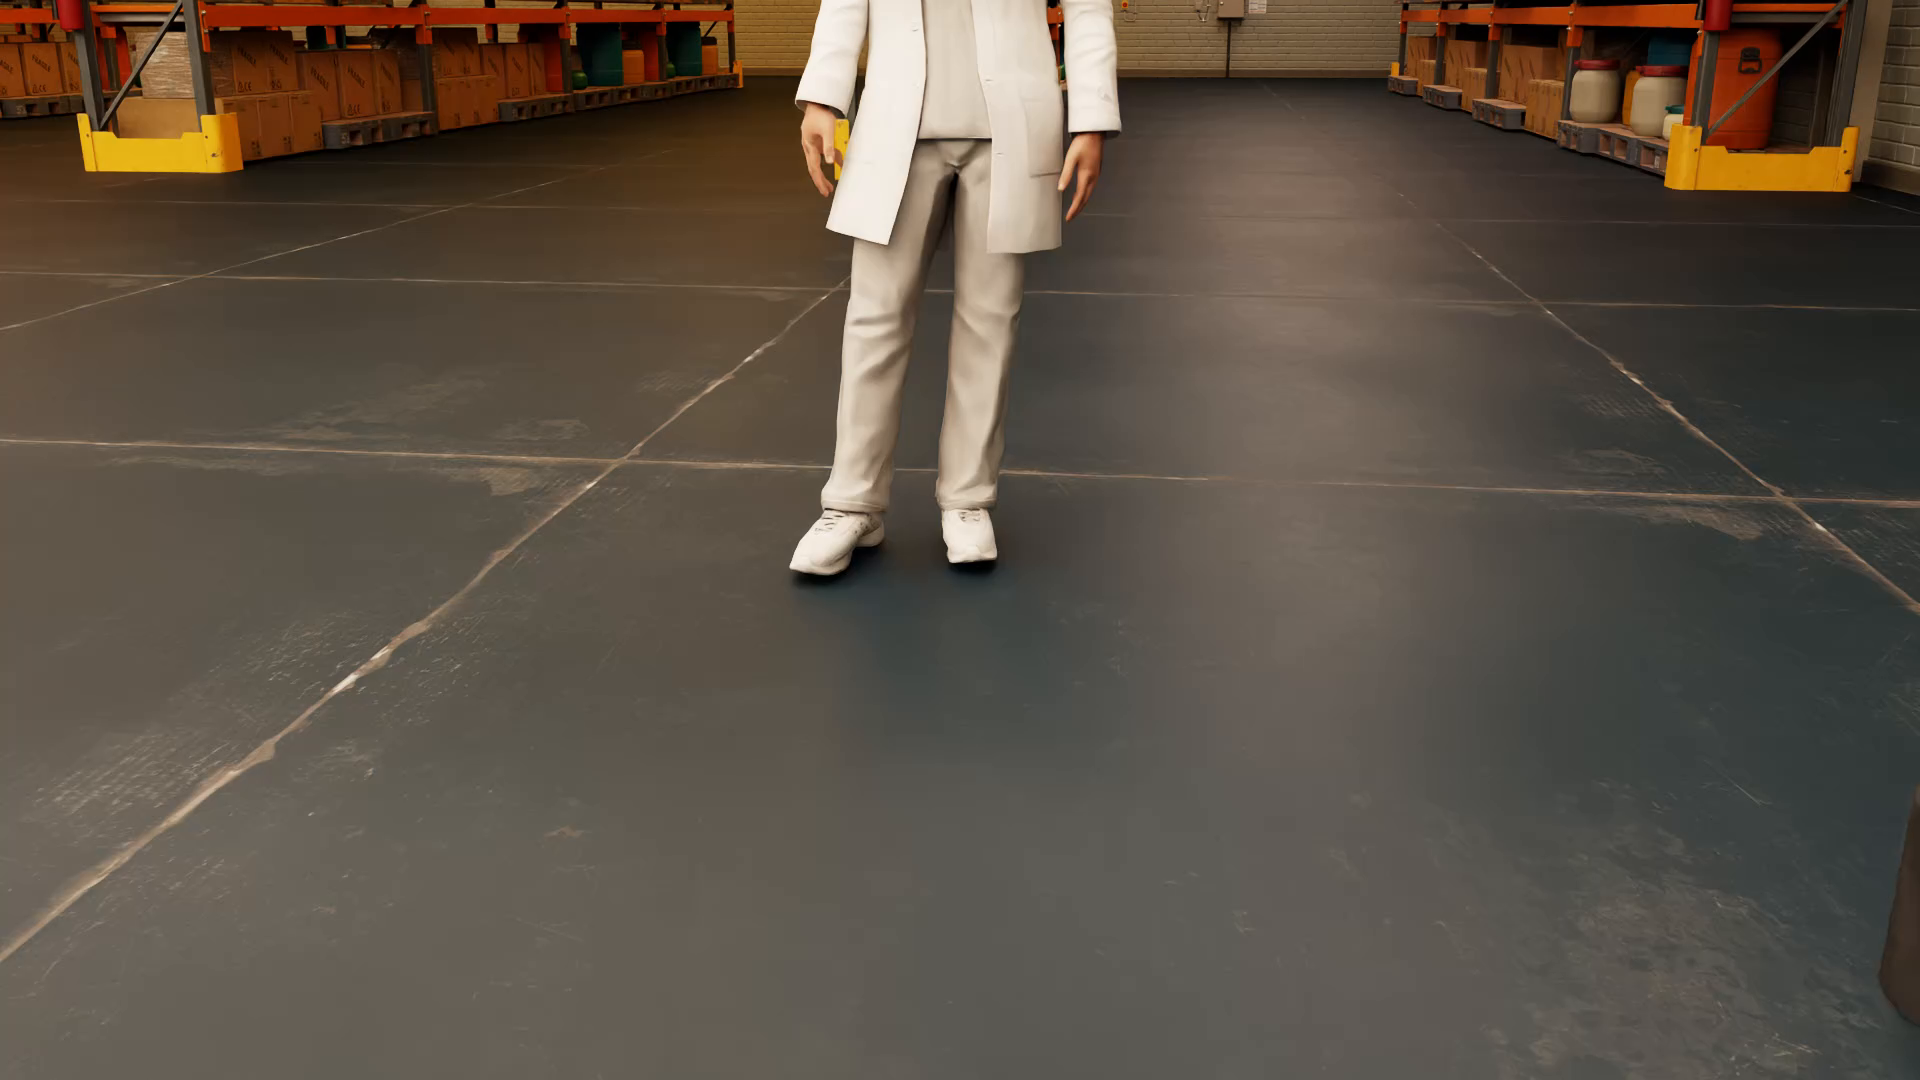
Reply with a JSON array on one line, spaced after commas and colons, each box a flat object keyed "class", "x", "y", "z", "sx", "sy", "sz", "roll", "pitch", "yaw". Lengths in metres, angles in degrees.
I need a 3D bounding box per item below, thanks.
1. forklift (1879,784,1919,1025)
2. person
[{"class": "forklift", "x": 2.434, "y": -0.572, "z": 0.767, "sx": 1.130, "sy": 2.935, "sz": 3.031, "roll": -16, "pitch": 23, "yaw": -40}, {"class": "person", "x": -0.015, "y": -0.828, "z": 3.471, "sx": 0.698, "sy": 1.777, "sz": 0.580, "roll": 2, "pitch": 18, "yaw": 7}]
